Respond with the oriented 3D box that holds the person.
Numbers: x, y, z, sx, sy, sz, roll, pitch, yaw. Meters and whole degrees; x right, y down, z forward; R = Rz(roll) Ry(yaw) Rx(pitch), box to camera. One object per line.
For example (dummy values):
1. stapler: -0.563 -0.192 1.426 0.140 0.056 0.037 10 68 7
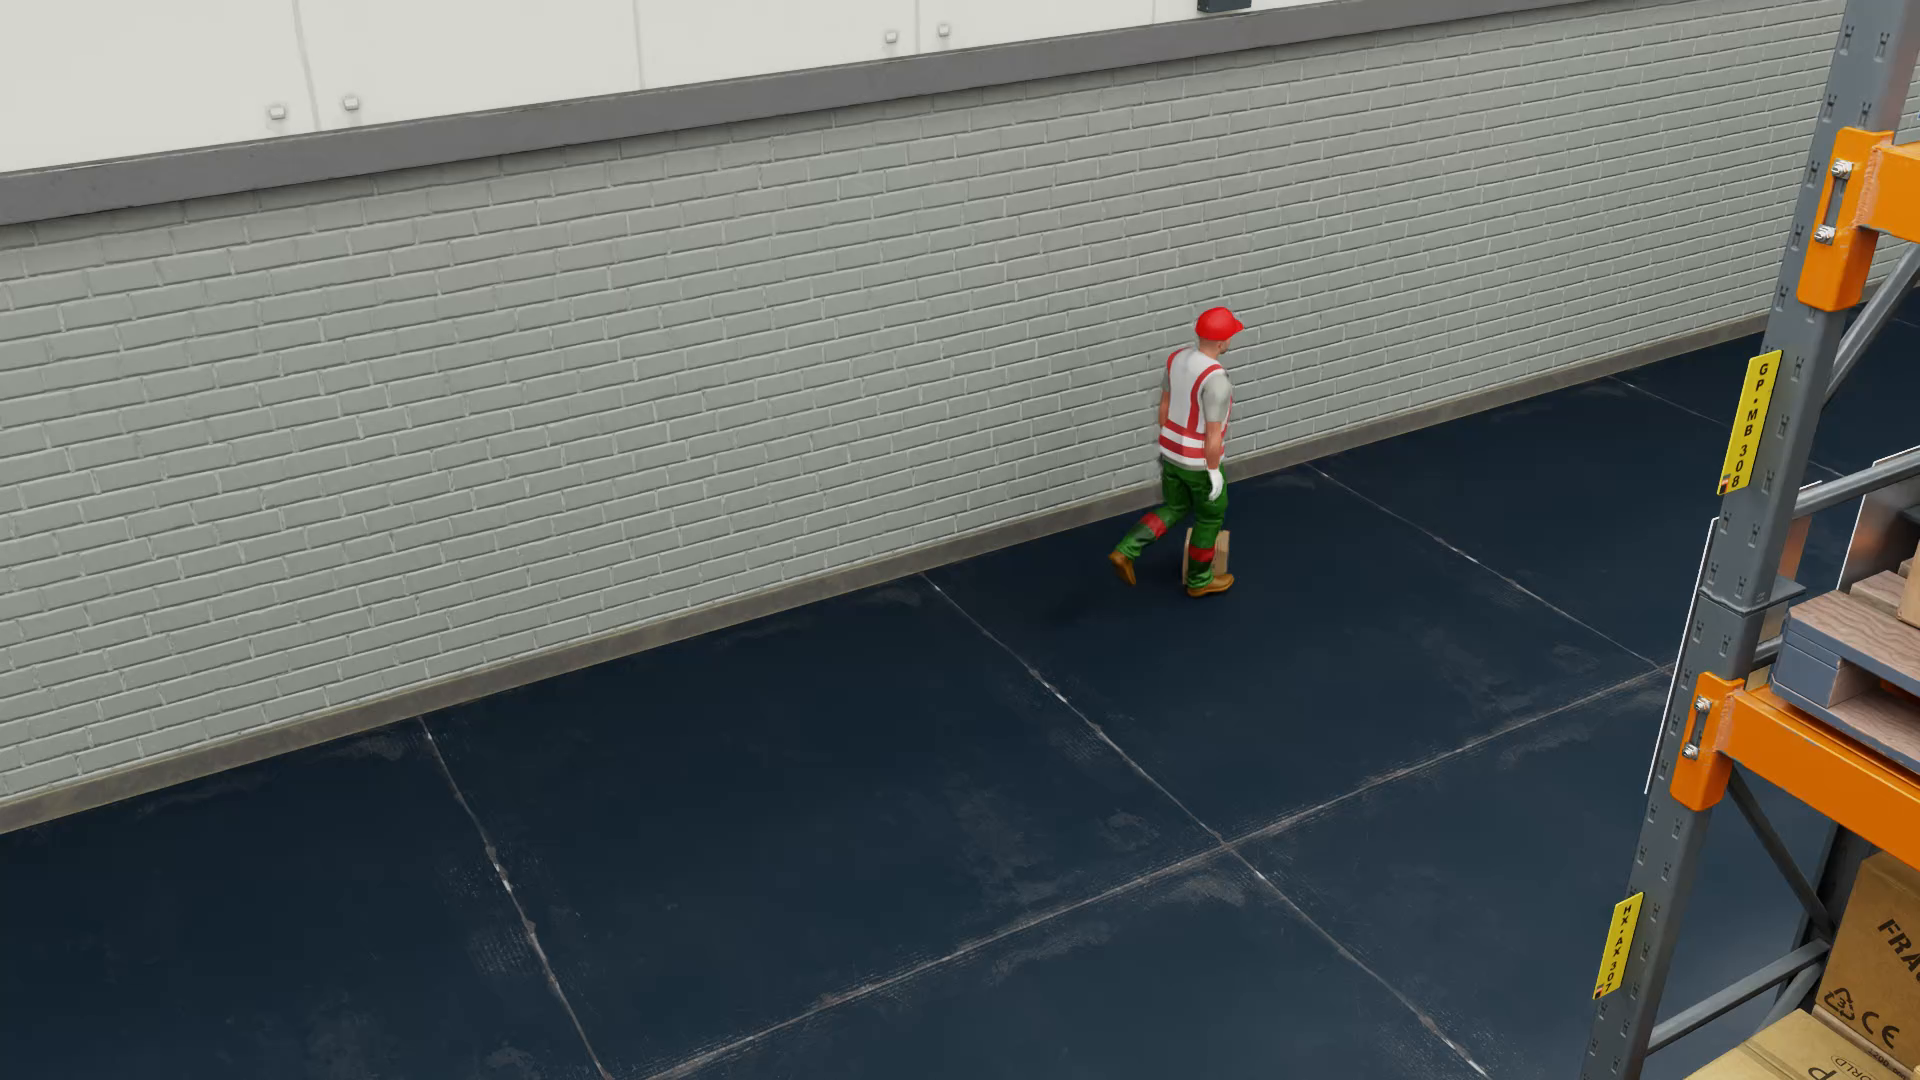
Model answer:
1. person: 1.234 -0.455 9.358 0.771 1.770 0.546 -14 32 -24
